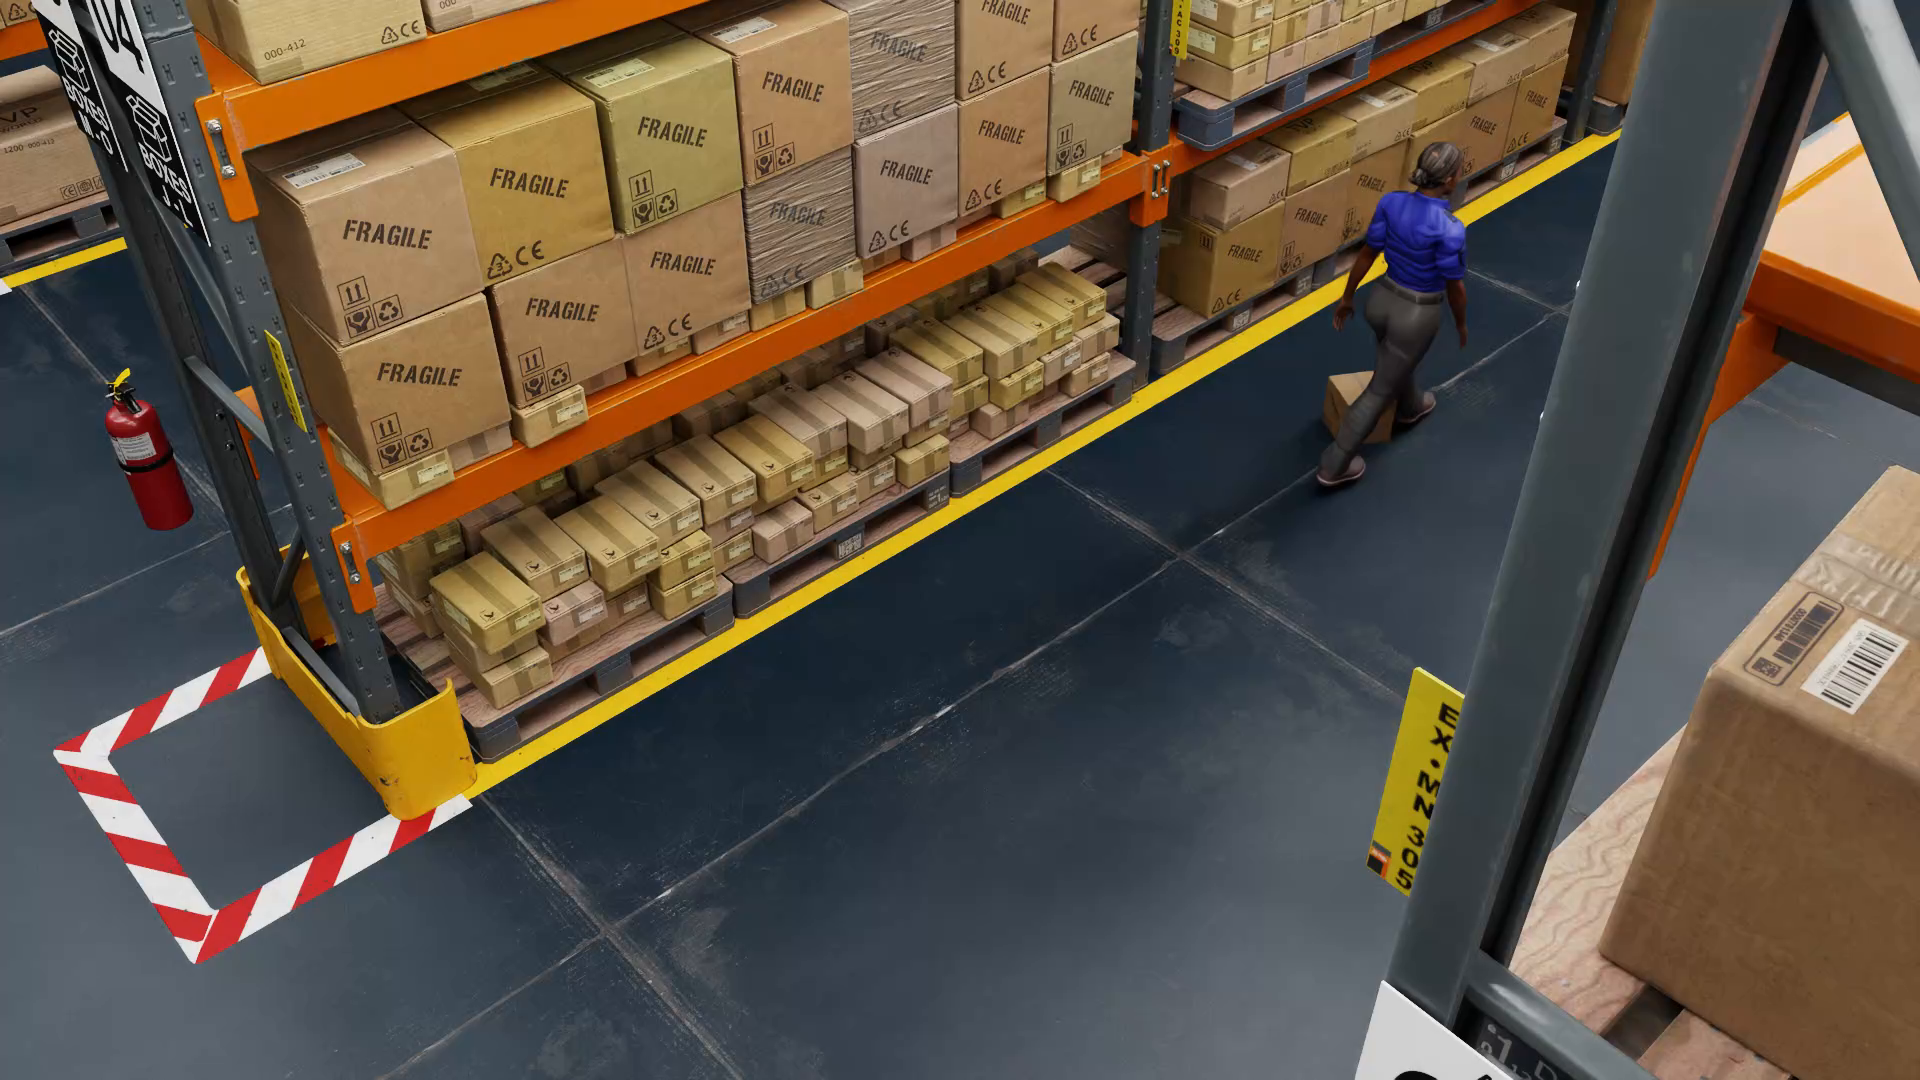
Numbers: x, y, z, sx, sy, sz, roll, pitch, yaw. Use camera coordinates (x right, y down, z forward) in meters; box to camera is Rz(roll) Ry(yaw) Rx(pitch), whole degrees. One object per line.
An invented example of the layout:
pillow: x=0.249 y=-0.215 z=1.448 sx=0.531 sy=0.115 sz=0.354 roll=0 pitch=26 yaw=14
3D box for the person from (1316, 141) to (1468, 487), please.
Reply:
person: x=2.025 y=-1.044 z=7.386 sx=0.952 sy=1.603 sz=0.510 roll=-24 pitch=46 yaw=-26
